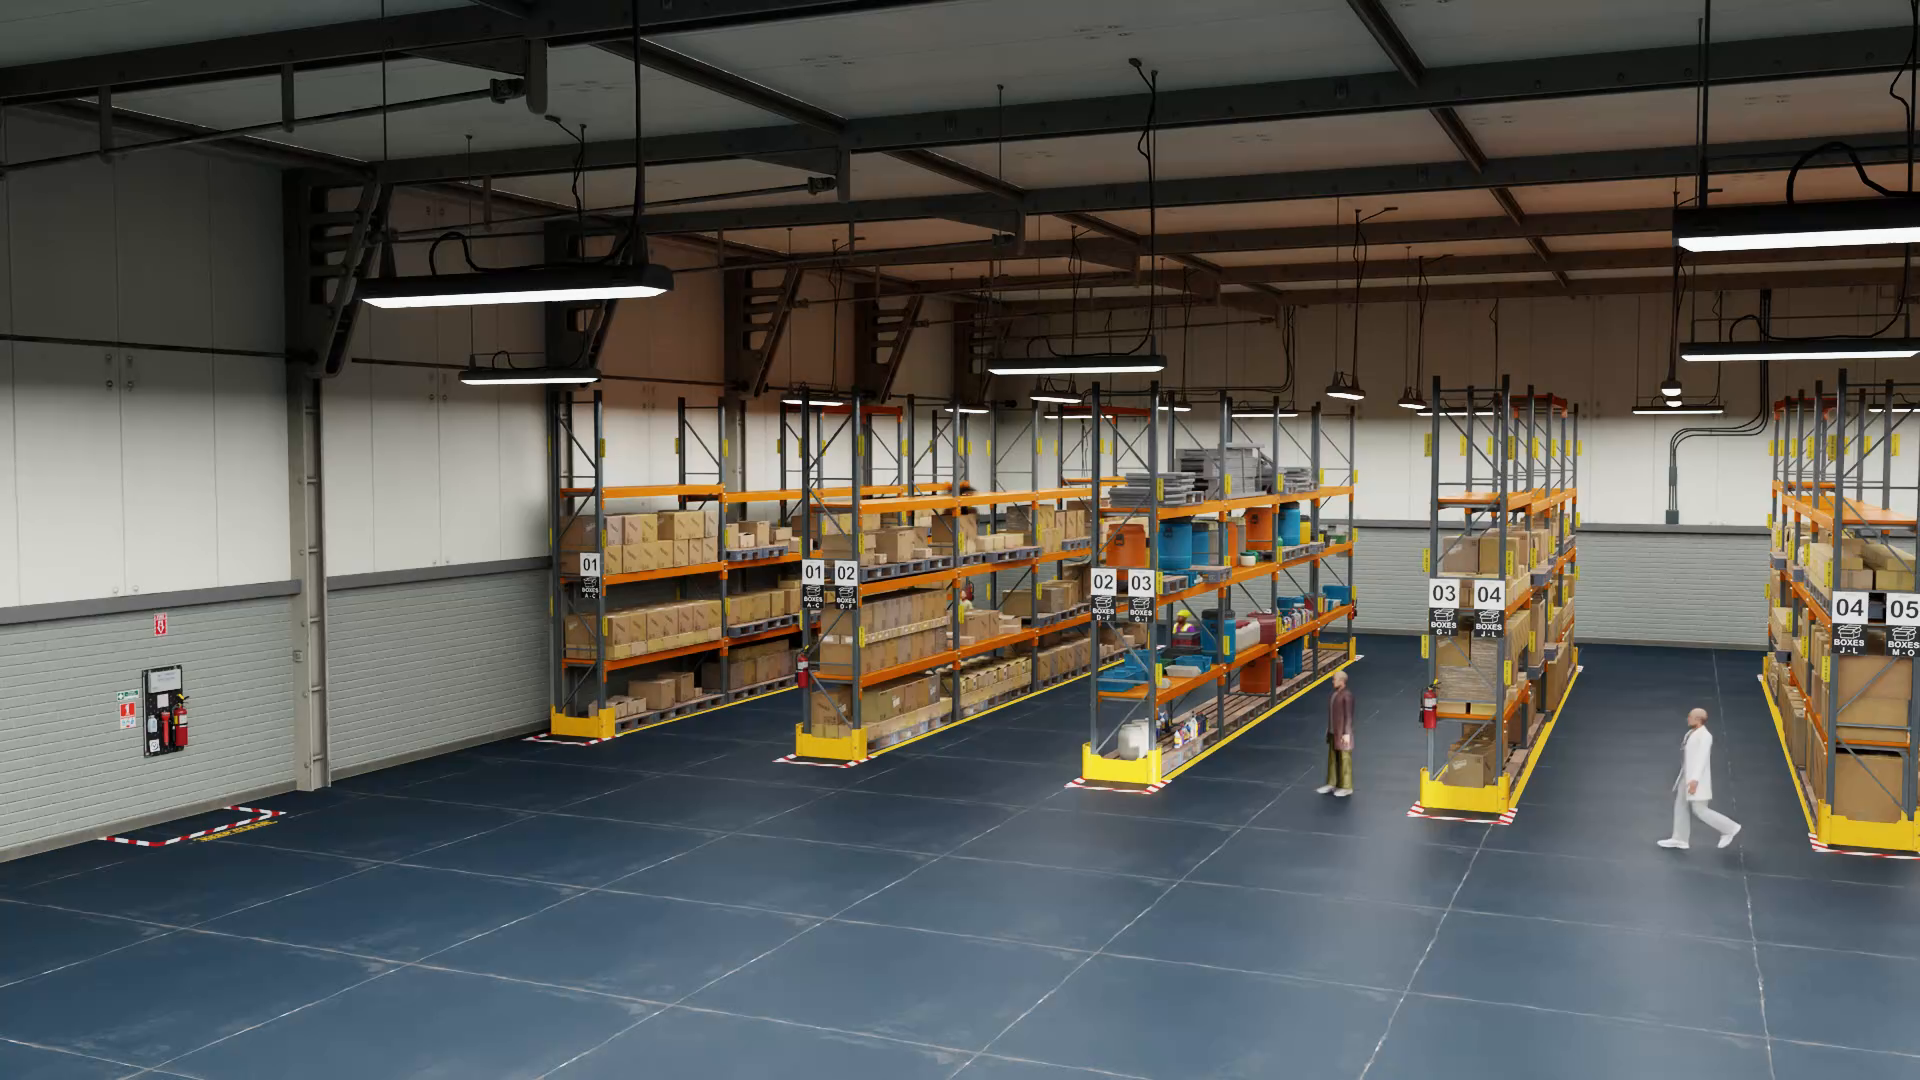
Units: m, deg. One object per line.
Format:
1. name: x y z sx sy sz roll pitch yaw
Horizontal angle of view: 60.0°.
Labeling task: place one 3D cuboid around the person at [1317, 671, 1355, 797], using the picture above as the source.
1. person: 5.430 2.779 23.953 0.492 1.796 0.595 -1 3 -14

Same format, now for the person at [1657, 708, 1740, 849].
1. person: 9.187 2.971 20.667 0.893 1.764 0.555 0 3 -1

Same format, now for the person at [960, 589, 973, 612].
1. person: 0.071 1.990 39.896 0.550 1.621 1.064 1 3 19

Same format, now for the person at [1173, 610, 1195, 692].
1. person: 4.465 2.299 33.641 0.602 1.768 0.953 1 3 25
